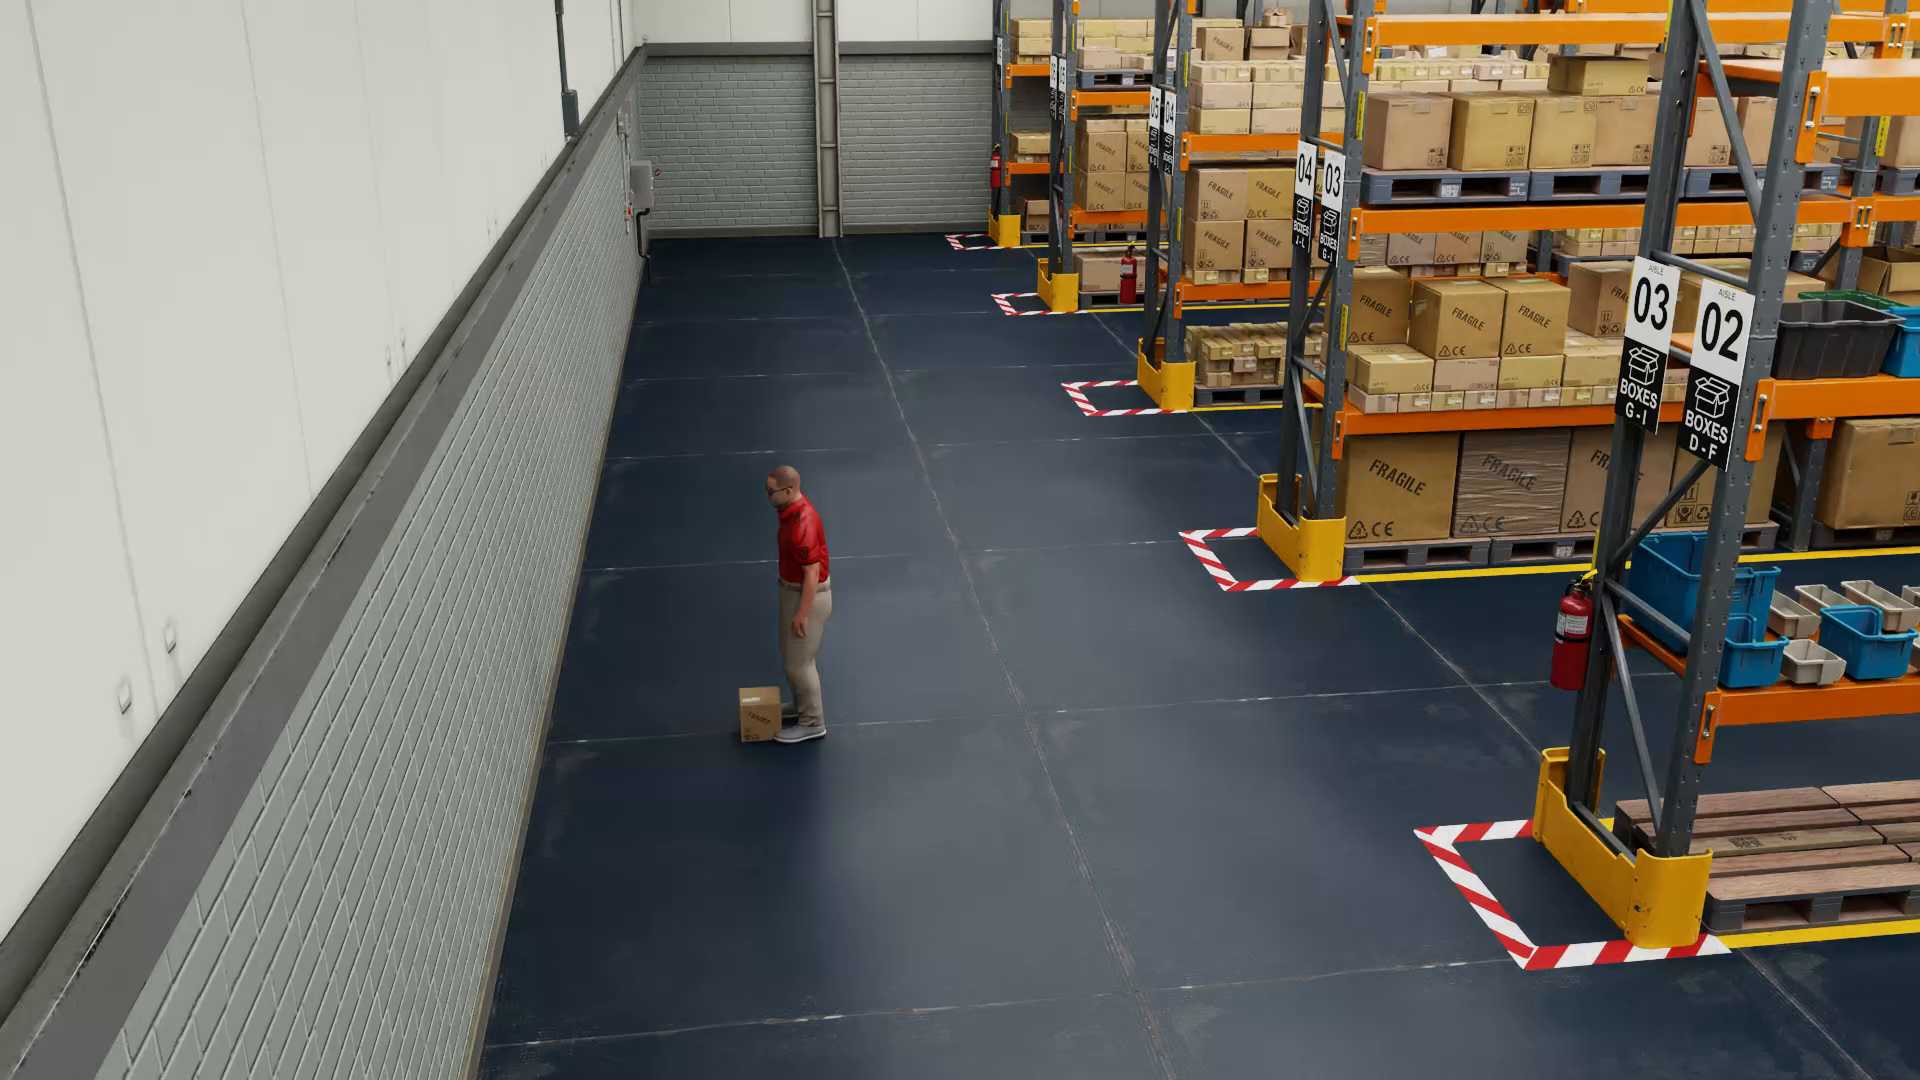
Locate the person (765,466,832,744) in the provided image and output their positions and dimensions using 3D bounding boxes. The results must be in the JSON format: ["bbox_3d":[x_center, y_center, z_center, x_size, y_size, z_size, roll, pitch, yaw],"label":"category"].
[{"bbox_3d":[-0.980,0.366,10.081,0.392,1.725,0.590,-4,20,-10],"label":"person"}]
